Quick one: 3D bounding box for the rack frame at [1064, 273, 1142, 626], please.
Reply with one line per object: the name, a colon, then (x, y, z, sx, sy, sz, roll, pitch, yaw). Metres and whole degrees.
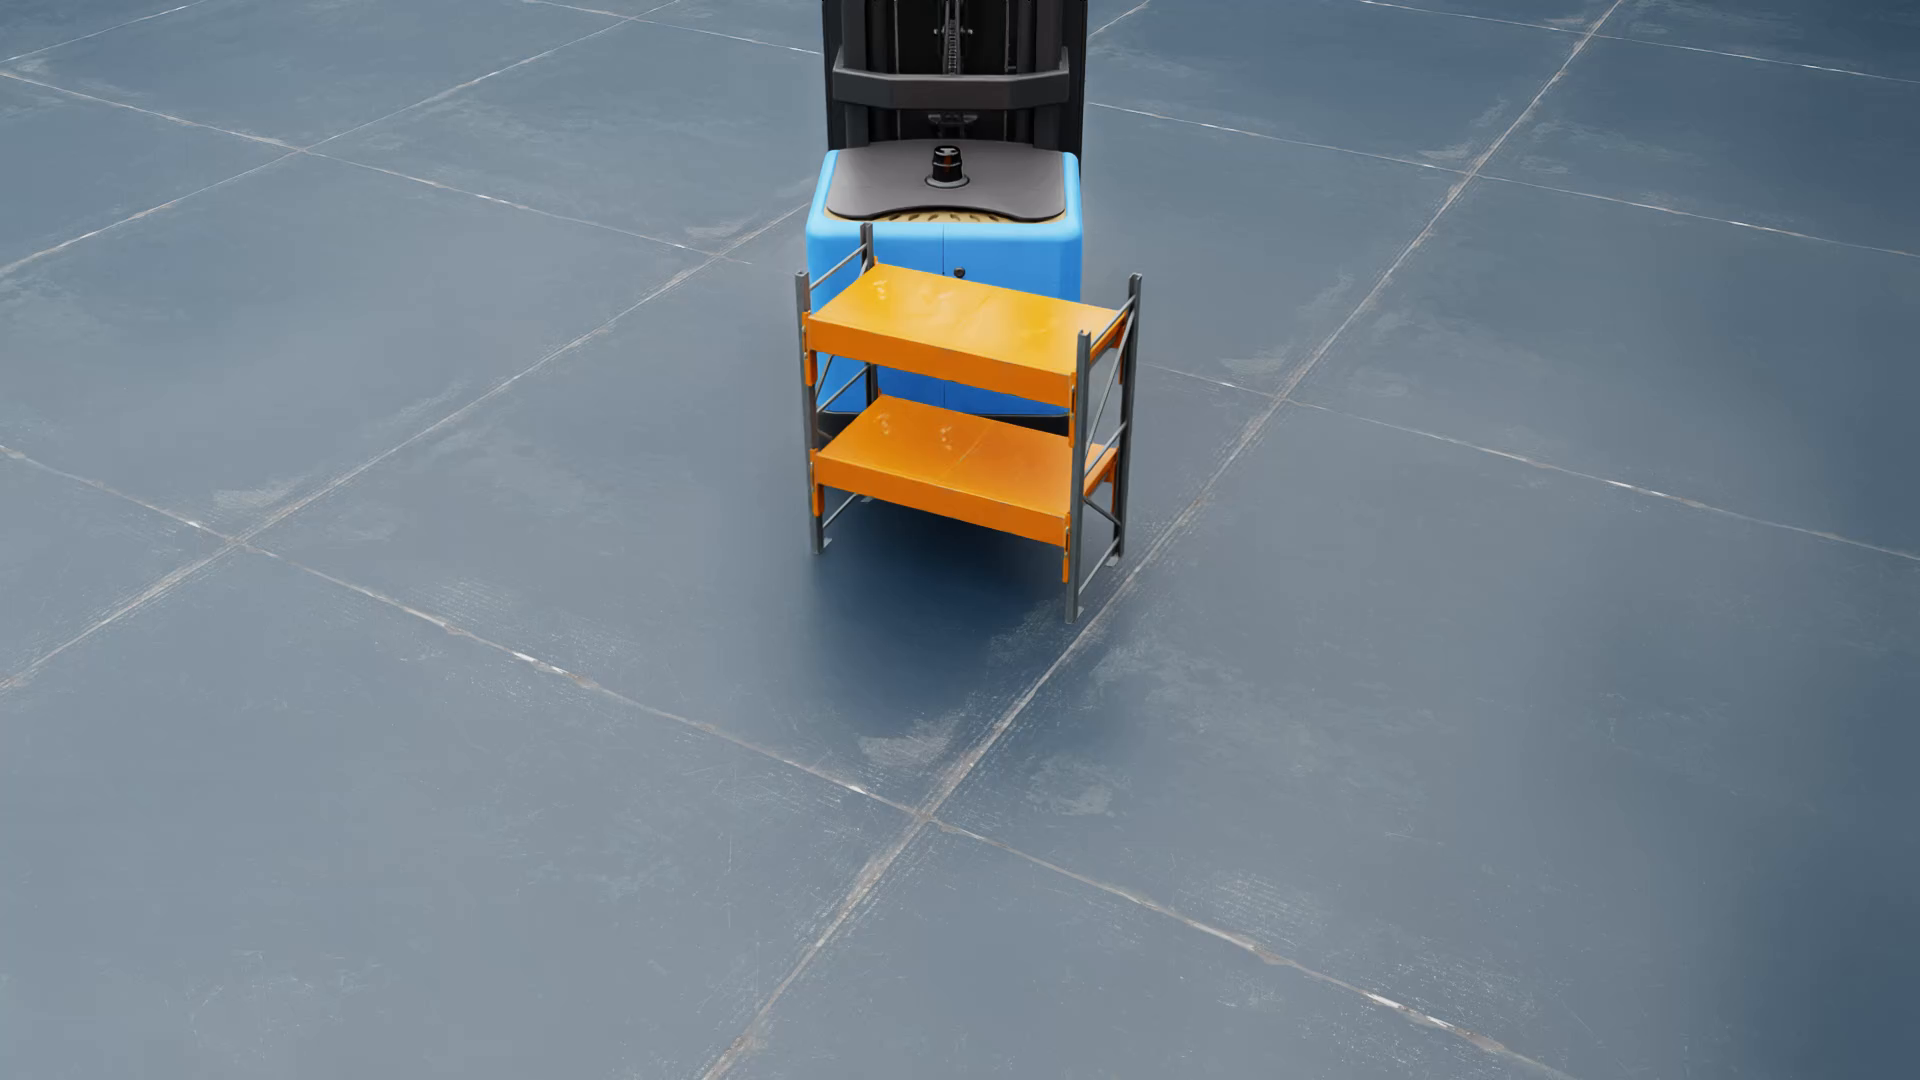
rack frame: (0.487, -0.297, 5.681, 0.032, 1.125, 0.500, 15, 36, 21)

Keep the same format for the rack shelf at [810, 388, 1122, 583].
rack shelf: (0.028, -0.214, 5.998, 1.000, 0.278, 0.538, 15, 36, 21)

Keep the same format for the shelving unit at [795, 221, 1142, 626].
shelving unit: (0.028, -0.418, 5.863, 1.048, 1.125, 0.538, 15, 36, 21)

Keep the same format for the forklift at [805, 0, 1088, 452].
forklift: (-0.013, -2.281, 7.031, 1.130, 2.935, 3.031, 1, 34, 1)

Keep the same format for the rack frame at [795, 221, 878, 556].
rack frame: (-0.431, -0.539, 6.045, 0.032, 1.125, 0.500, 15, 36, 21)

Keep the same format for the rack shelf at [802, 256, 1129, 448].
rack shelf: (0.028, -0.661, 5.700, 1.000, 0.278, 0.538, 15, 36, 21)
